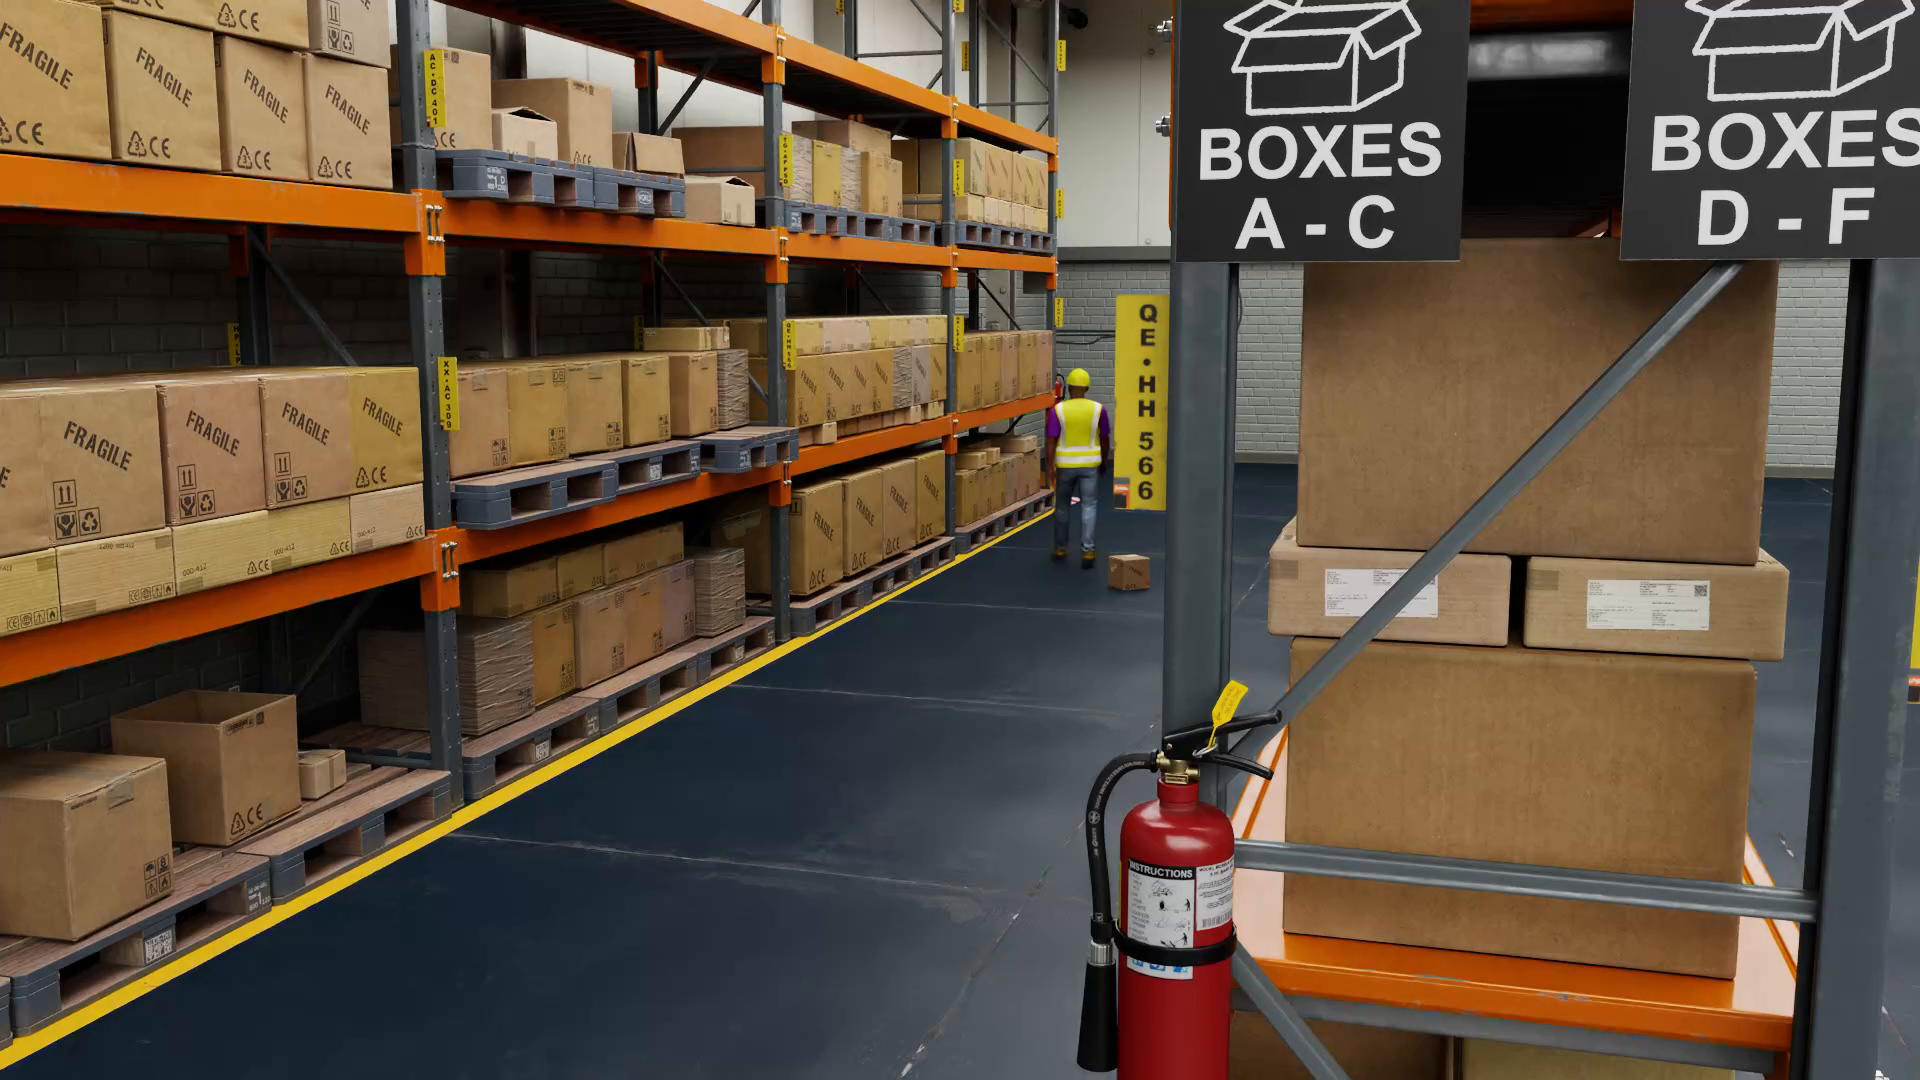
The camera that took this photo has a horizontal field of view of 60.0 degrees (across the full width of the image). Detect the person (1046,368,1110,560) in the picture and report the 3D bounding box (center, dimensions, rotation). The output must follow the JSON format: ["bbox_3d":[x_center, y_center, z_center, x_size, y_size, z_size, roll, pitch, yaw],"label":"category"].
[{"bbox_3d":[1.061,-0.683,14.982,0.573,1.729,0.941,0,8,3],"label":"person"}]
